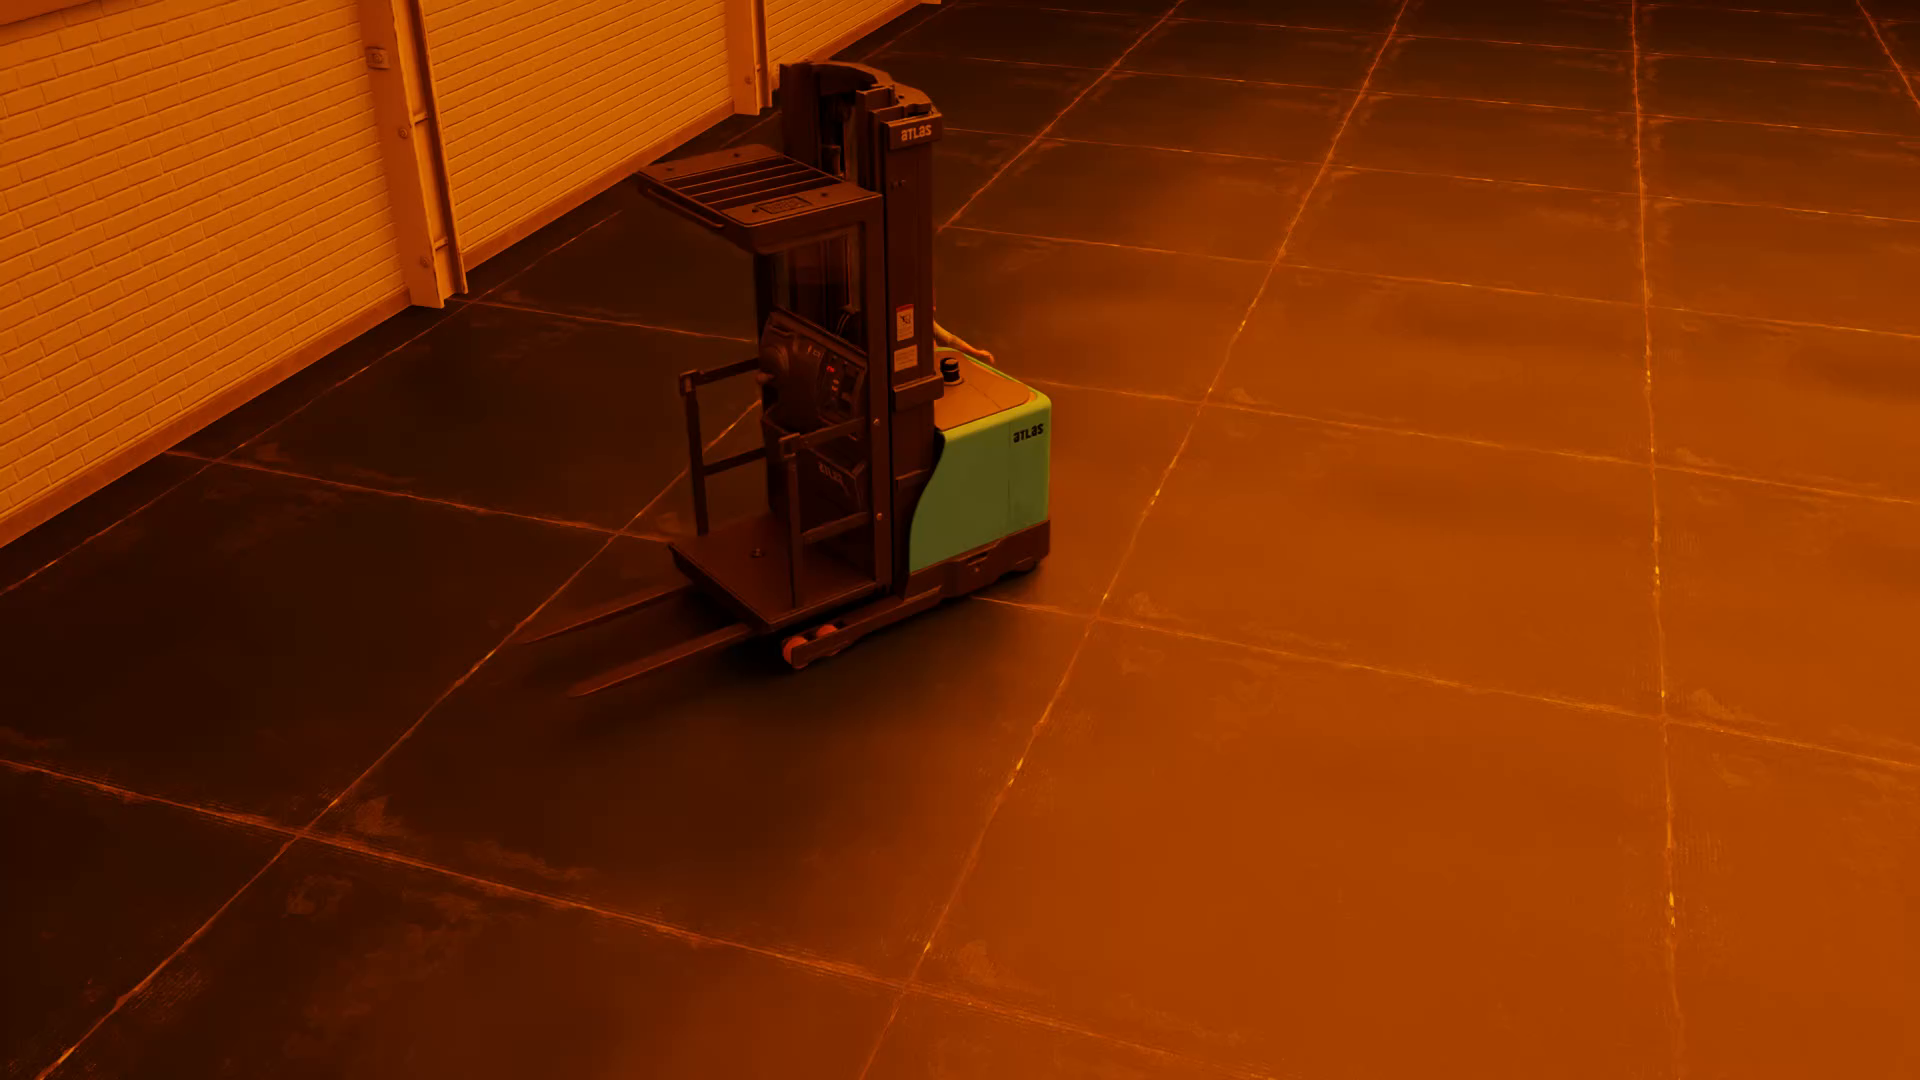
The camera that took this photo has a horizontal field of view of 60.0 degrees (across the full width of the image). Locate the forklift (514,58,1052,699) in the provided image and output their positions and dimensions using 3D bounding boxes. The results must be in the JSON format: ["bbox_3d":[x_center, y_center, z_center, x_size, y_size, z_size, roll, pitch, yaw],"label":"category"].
[{"bbox_3d":[-0.944,-0.883,8.686,3.031,2.935,1.130,-21,36,-32],"label":"forklift"}]

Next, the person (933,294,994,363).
[{"bbox_3d":[-0.080,-0.894,10.317,0.753,1.366,0.742,9,31,15],"label":"person"}]
